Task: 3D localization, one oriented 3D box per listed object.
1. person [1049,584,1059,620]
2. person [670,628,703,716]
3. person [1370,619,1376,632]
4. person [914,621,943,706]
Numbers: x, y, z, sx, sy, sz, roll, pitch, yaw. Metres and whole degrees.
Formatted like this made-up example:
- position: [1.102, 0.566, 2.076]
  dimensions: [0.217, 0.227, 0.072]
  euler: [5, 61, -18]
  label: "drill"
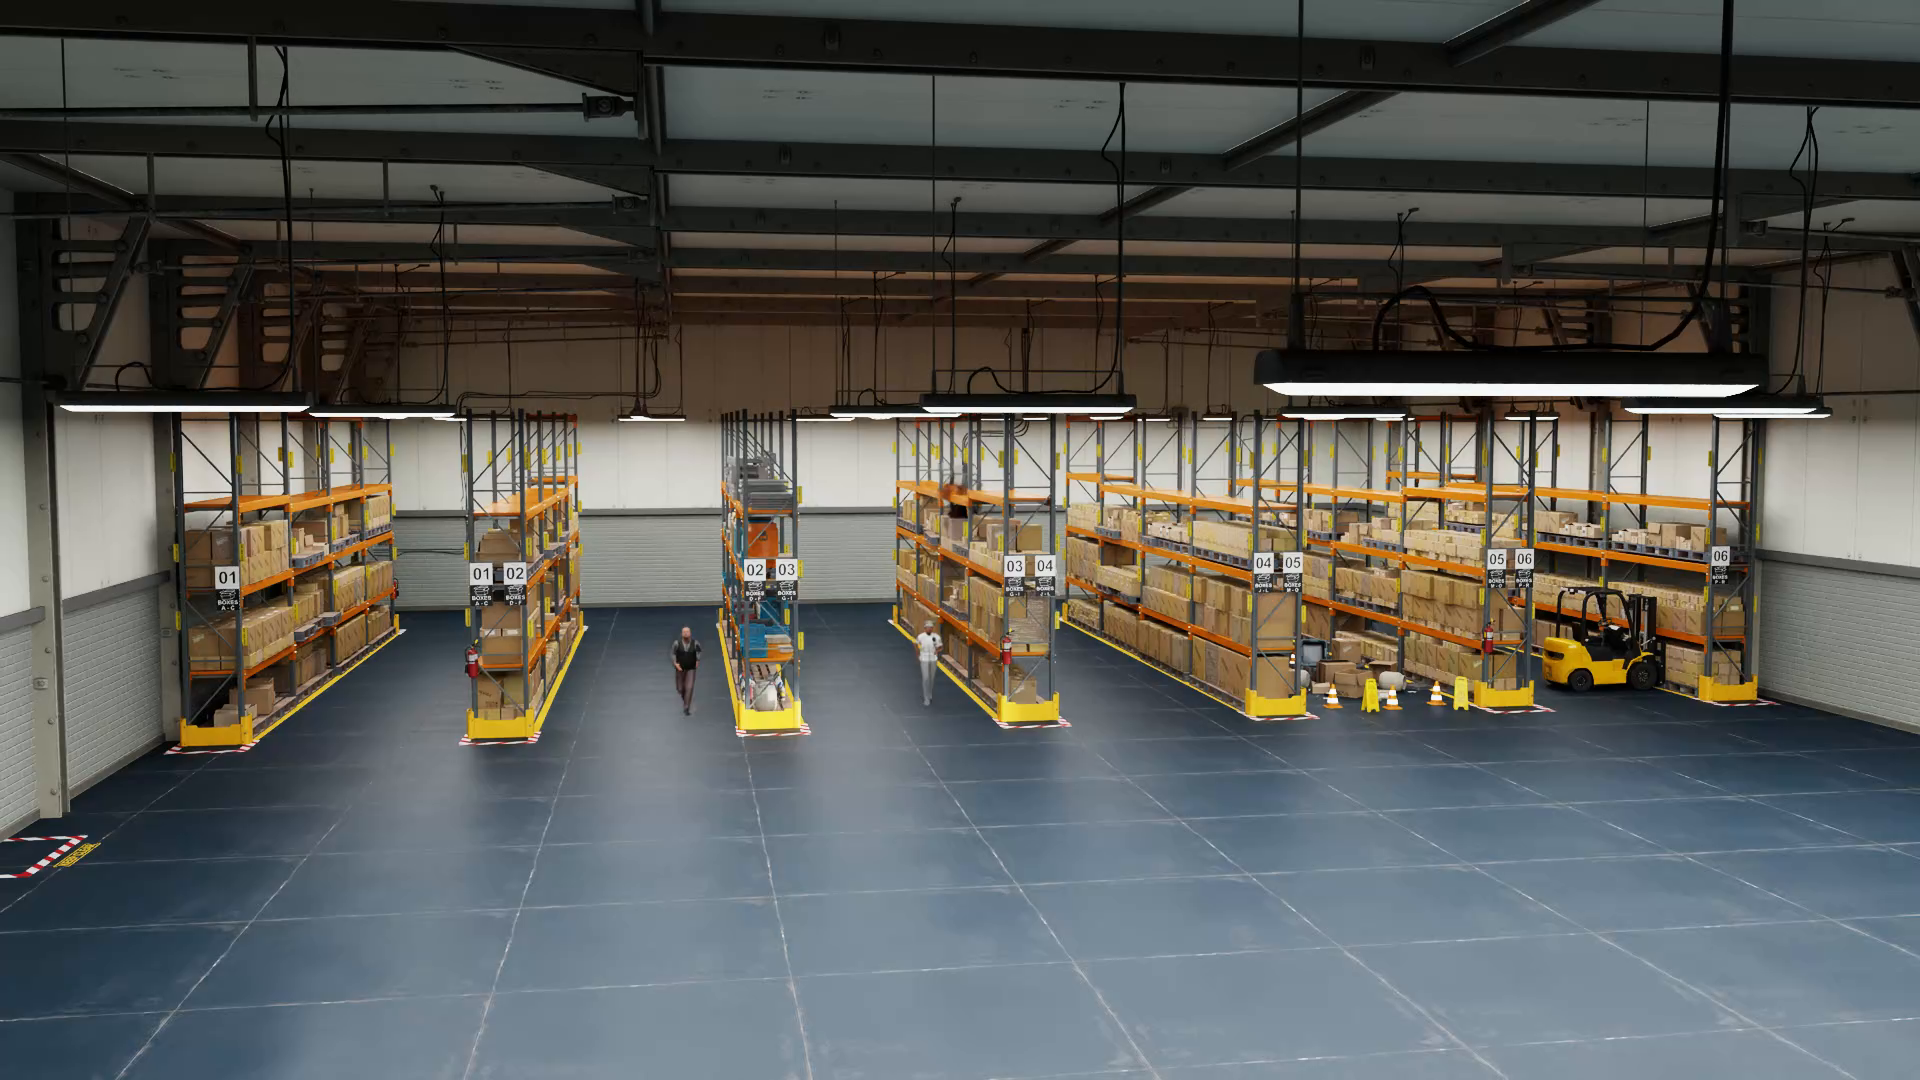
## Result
- position: [2.396, 1.684, 45.526]
  dimensions: [0.615, 1.674, 0.938]
  euler: [-1, 4, -12]
  label: "person"
- position: [-5.452, 2.592, 33.111]
  dimensions: [0.643, 1.710, 0.995]
  euler: [0, 4, -3]
  label: "person"
- position: [10.803, 1.824, 44.305]
  dimensions: [0.539, 1.569, 0.895]
  euler: [-1, 4, -14]
  label: "person"
- position: [-0.631, 2.503, 34.119]
  dimensions: [0.570, 1.741, 0.817]
  euler: [-1, 4, -9]
  label: "person"
